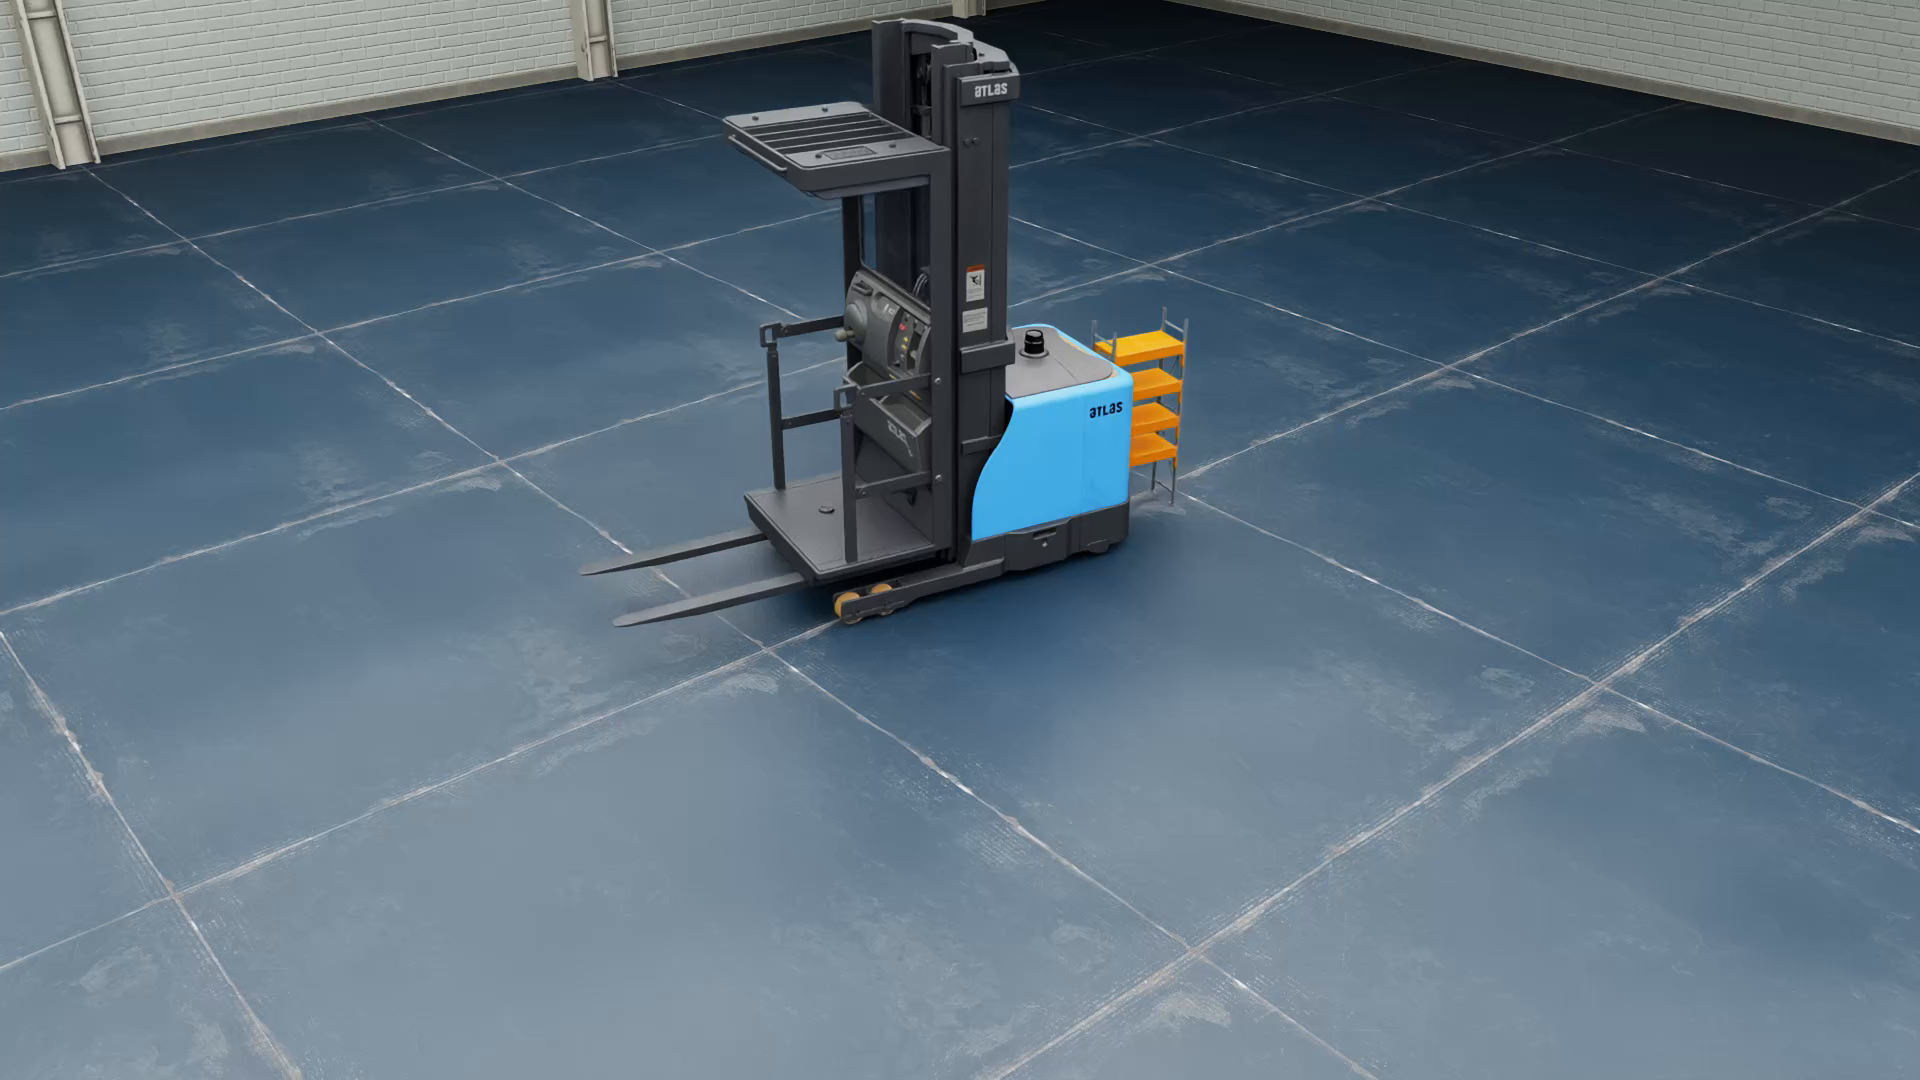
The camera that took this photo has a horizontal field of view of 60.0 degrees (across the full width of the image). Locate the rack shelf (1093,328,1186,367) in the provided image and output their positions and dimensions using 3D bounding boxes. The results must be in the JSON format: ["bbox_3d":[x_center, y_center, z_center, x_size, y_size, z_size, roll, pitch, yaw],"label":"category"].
[{"bbox_3d":[1.038,-1.084,9.668,0.480,0.148,0.258,-14,31,-25],"label":"rack shelf"}]

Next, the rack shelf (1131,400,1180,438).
[{"bbox_3d":[1.035,-0.677,9.883,0.480,0.148,0.258,-14,31,-25],"label":"rack shelf"}]

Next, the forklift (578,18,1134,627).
[{"bbox_3d":[-0.570,-1.128,8.752,3.031,2.935,1.130,-14,31,-24],"label":"forklift"}]

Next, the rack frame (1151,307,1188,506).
[{"bbox_3d":[1.251,-0.789,9.953,0.015,1.200,0.240,-14,31,-25],"label":"rack frame"}]

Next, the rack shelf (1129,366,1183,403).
[{"bbox_3d":[1.036,-0.875,9.778,0.480,0.148,0.258,-14,31,-25],"label":"rack shelf"}]

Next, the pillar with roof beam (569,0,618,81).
[{"bbox_3d":[-1.647,-8.106,15.370,0.400,9.000,9.100,-22,35,-35],"label":"pillar with roof beam"}]

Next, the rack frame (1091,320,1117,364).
[{"bbox_3d":[0.820,-0.684,9.750,0.015,1.200,0.240,-14,31,-25],"label":"rack frame"}]

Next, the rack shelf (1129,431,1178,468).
[{"bbox_3d":[1.034,-0.502,9.976,0.480,0.148,0.258,-14,31,-25],"label":"rack shelf"}]

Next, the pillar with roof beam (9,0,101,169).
[{"bbox_3d":[-6.211,-6.270,11.935,0.400,9.000,9.100,-22,35,-35],"label":"pillar with roof beam"}]

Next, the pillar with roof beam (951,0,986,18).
[{"bbox_3d":[2.918,-9.941,18.804,0.400,9.000,9.100,-22,35,-35],"label":"pillar with roof beam"}]

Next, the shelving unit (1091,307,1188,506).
[{"bbox_3d":[1.035,-0.737,9.852,0.503,1.200,0.258,-14,31,-25],"label":"shelving unit"}]
